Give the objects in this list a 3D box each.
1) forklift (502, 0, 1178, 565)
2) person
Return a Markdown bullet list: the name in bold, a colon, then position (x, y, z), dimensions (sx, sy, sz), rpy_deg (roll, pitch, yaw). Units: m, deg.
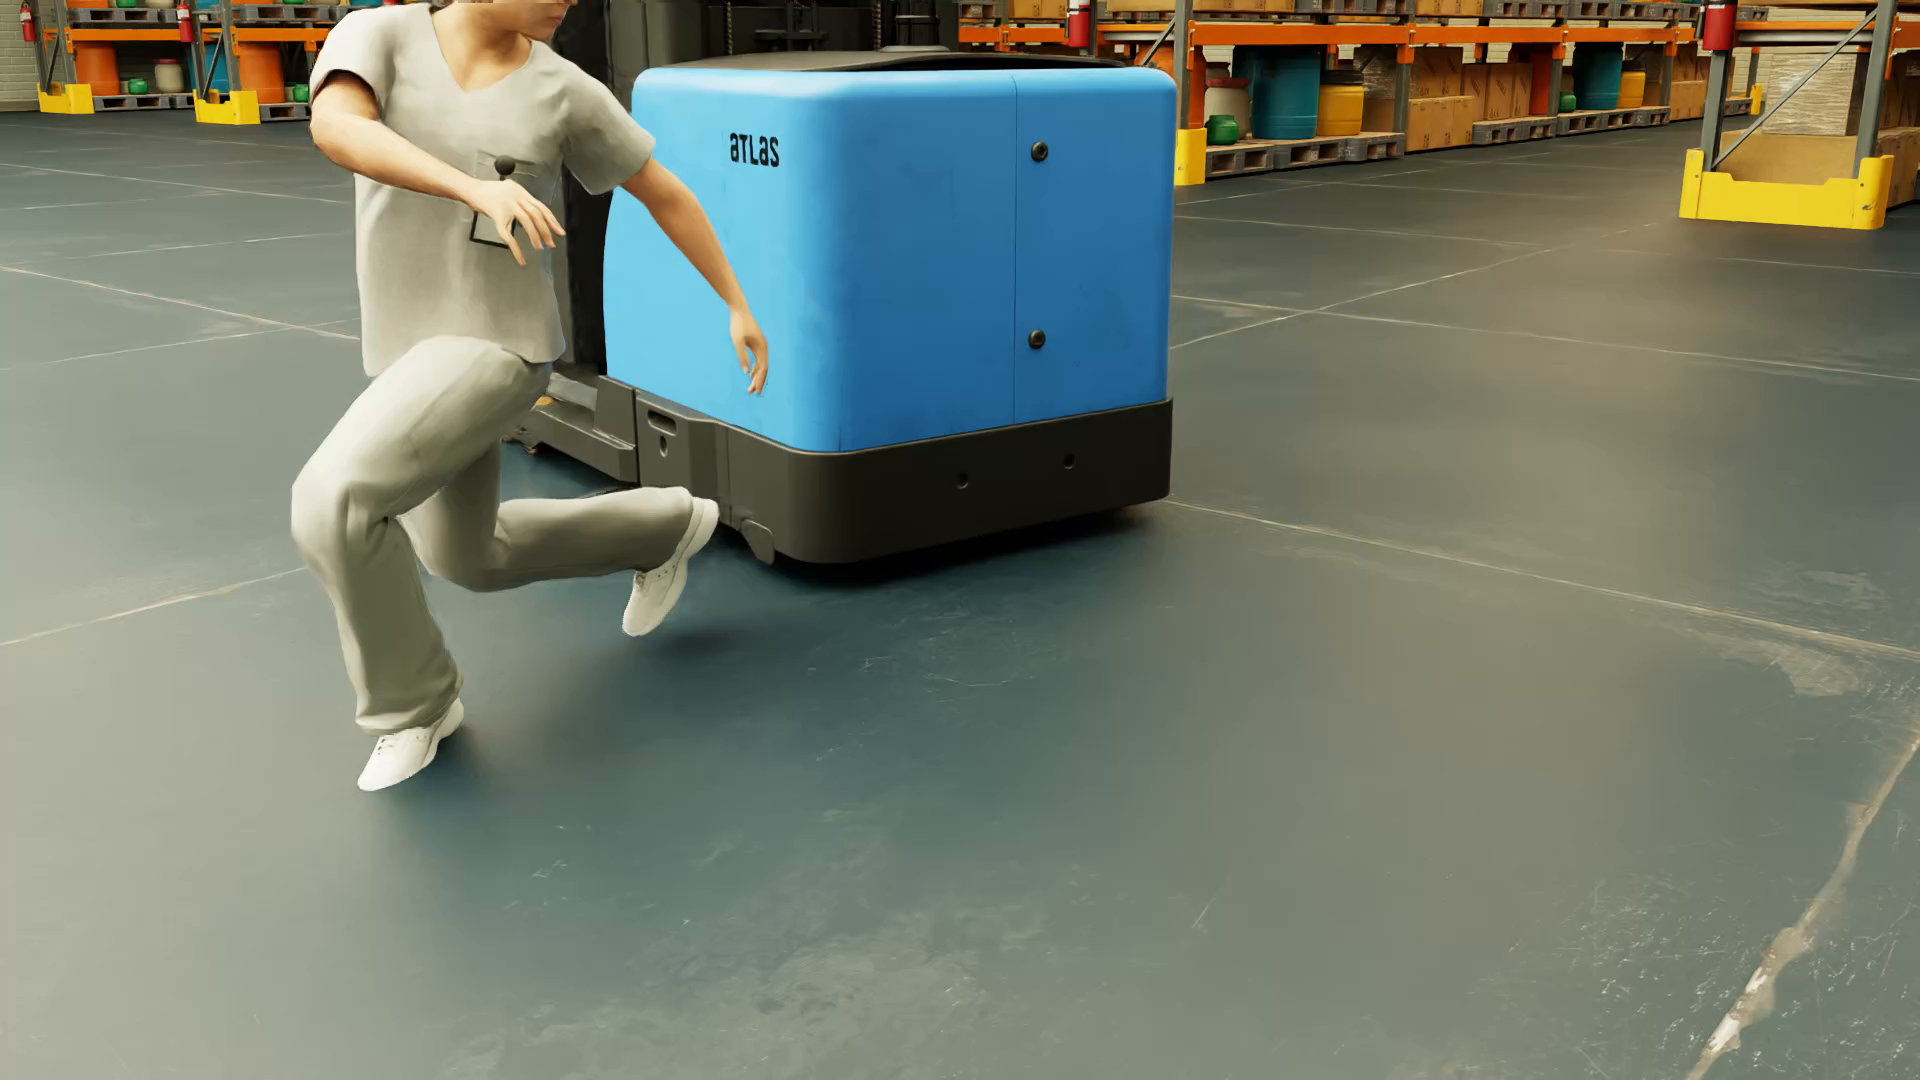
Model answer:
- **forklift**: position (-0.744, -1.718, 4.554), dimensions (1.130, 2.935, 3.031), rpy_deg (-12, 20, -33)
- **person**: position (-0.714, -0.362, 2.784), dimensions (0.608, 1.446, 0.919), rpy_deg (6, 18, 19)
